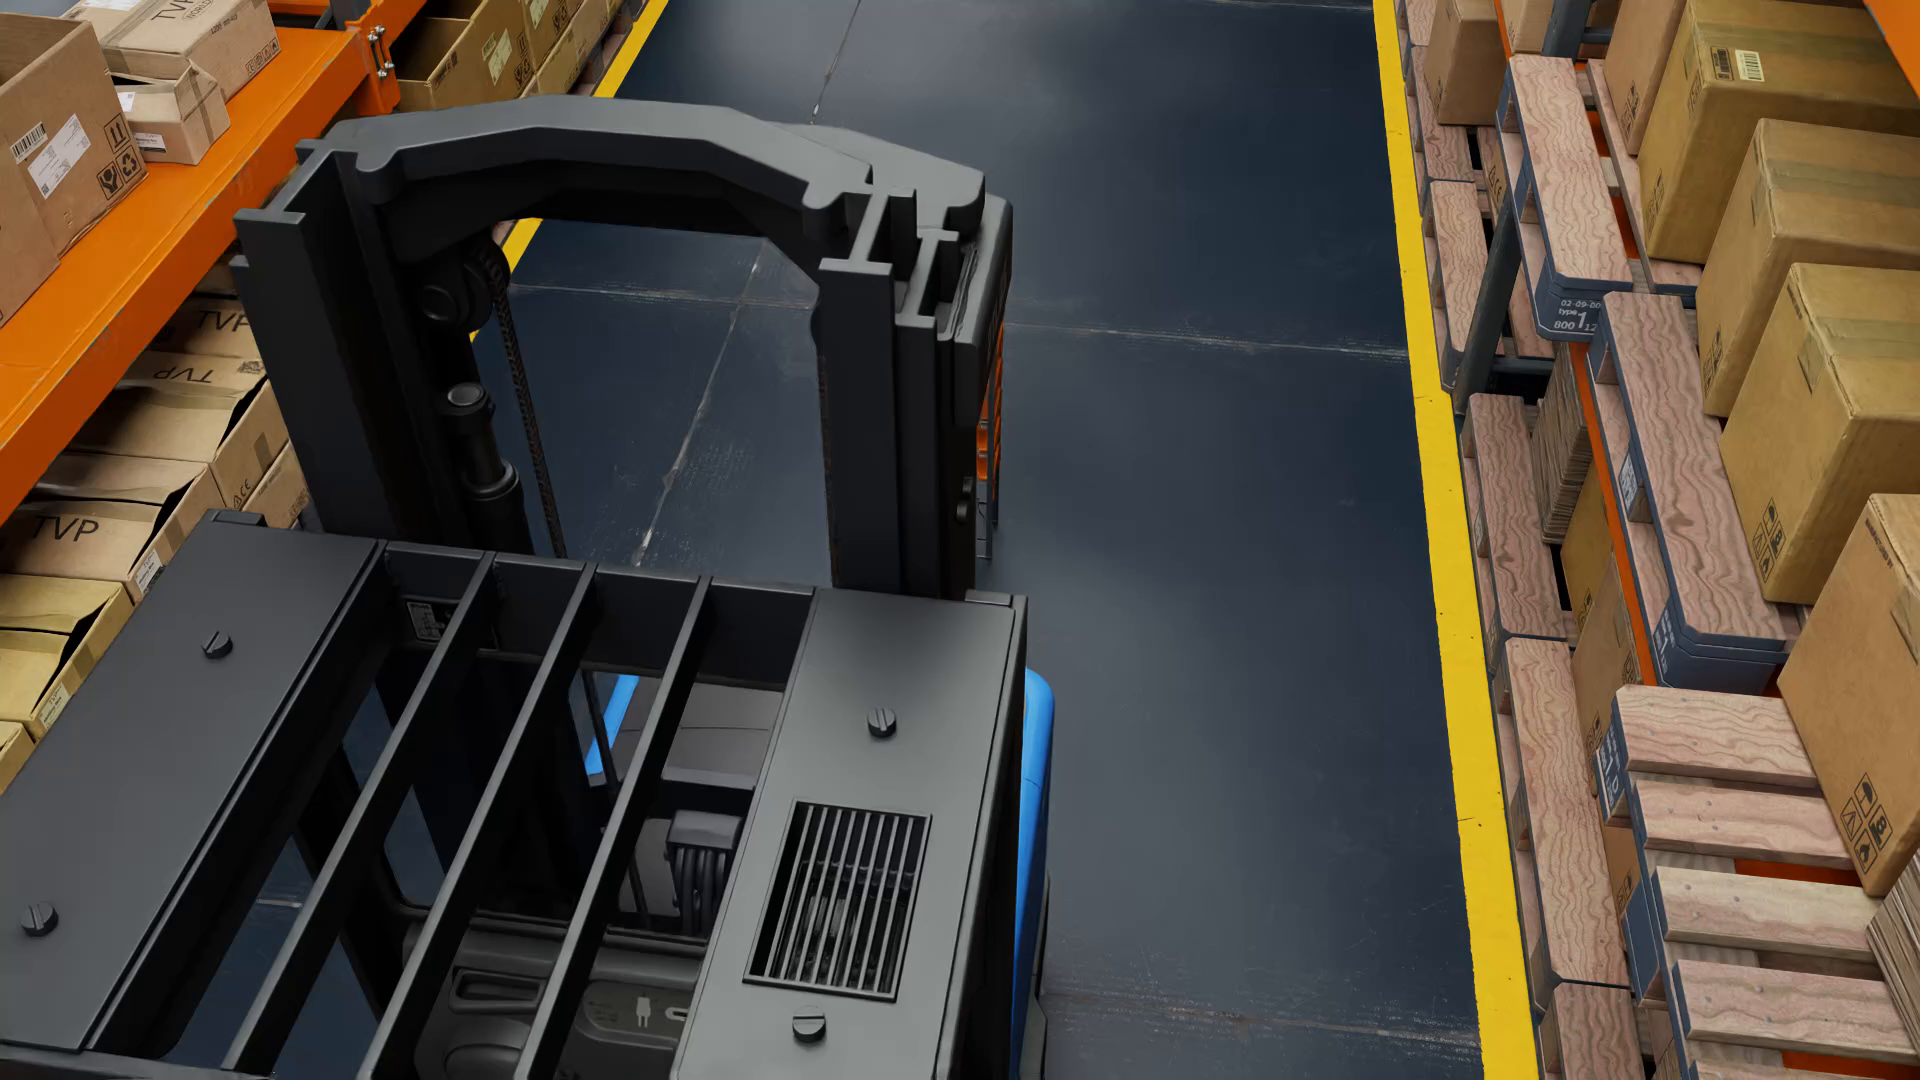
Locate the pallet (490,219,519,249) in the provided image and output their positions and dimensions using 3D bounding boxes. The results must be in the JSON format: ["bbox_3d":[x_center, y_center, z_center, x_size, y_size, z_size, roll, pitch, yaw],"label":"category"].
[{"bbox_3d":[-2.405,-1.523,7.204,1.003,0.211,1.213,5,44,6],"label":"pallet"}]

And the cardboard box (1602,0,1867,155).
[{"bbox_3d":[2.258,-1.402,4.656,0.700,0.500,0.500,5,44,6],"label":"cardboard box"}]

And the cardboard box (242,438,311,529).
[{"bbox_3d":[-2.455,-0.149,5.420,0.500,0.250,0.500,6,44,6],"label":"cardboard box"}]

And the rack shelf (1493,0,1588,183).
[{"bbox_3d":[2.623,-2.651,6.891,1.077,0.370,4.000,5,44,6],"label":"rack shelf"}]

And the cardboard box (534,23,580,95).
[{"bbox_3d":[-2.048,-2.120,7.502,0.500,0.250,0.500,5,44,6],"label":"cardboard box"}]

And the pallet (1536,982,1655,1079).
[{"bbox_3d":[1.935,1.657,3.847,1.003,0.211,1.213,5,44,6],"label":"pallet"}]

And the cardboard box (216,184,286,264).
[{"bbox_3d":[-2.321,-1.053,5.967,0.500,0.311,0.500,5,44,6],"label":"cardboard box"}]

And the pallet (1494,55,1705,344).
[{"bbox_3d":[2.114,-0.972,4.734,1.003,0.211,1.213,5,44,6],"label":"pallet"}]

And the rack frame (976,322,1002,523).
[{"bbox_3d":[0.014,-0.508,5.414,0.240,1.200,0.006,5,44,6],"label":"rack frame"}]

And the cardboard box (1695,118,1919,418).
[{"bbox_3d":[2.121,-0.570,3.777,0.700,0.500,0.500,11,45,11],"label":"cardboard box"}]

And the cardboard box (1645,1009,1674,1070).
[{"bbox_3d":[2.057,1.089,3.916,0.700,0.500,0.500,5,44,5],"label":"cardboard box"}]

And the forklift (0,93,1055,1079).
[{"bbox_3d":[-0.496,0.967,2.597,1.130,2.935,3.031,6,44,6],"label":"forklift"}]

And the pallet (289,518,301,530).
[{"bbox_3d":[-2.770,0.355,5.221,1.003,0.211,1.213,5,44,6],"label":"pallet"}]

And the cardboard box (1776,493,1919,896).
[{"bbox_3d":[1.929,0.276,2.884,0.700,0.500,0.500,1,43,2],"label":"cardboard box"}]

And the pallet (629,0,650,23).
[{"bbox_3d":[-2.083,-3.186,8.961,1.003,0.211,1.213,5,44,6],"label":"pallet"}]

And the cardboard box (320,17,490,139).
[{"bbox_3d":[-2.180,-1.711,6.524,0.500,0.500,0.500,5,44,6],"label":"cardboard box"}]

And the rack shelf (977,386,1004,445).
[{"bbox_3d":[0.002,-0.413,5.378,0.258,0.103,0.180,5,44,6],"label":"rack shelf"}]

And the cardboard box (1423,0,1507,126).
[{"bbox_3d":[2.485,-2.180,7.369,0.700,0.500,0.500,3,44,3],"label":"cardboard box"}]

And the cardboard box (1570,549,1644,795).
[{"bbox_3d":[2.152,0.403,4.641,0.700,0.500,0.500,6,44,6],"label":"cardboard box"}]

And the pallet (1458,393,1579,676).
[{"bbox_3d":[2.257,-0.006,5.603,1.003,0.211,1.213,5,44,6],"label":"pallet"}]

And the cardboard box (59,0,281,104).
[{"bbox_3d":[-2.574,-1.603,5.370,0.500,0.250,0.500,8,44,8],"label":"cardboard box"}]

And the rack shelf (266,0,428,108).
[{"bbox_3d":[-2.288,-3.099,7.364,1.077,0.370,4.000,5,44,6],"label":"rack shelf"}]

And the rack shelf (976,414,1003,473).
[{"bbox_3d":[0.002,-0.326,5.461,0.258,0.103,0.180,5,44,6],"label":"rack shelf"}]

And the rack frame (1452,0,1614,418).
[{"bbox_3d":[2.359,-1.549,5.205,1.000,3.000,0.127,5,44,6],"label":"rack frame"}]

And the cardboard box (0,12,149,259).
[{"bbox_3d":[-2.739,-1.152,4.713,0.500,0.500,0.500,8,44,9],"label":"cardboard box"}]

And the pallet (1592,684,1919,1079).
[{"bbox_3d":[1.819,0.751,2.915,1.213,0.211,1.003,5,44,6],"label":"pallet"}]

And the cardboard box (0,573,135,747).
[{"bbox_3d":[-2.590,0.335,4.501,0.500,0.311,0.500,4,44,4],"label":"cardboard box"}]

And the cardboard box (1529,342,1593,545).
[{"bbox_3d":[2.278,-0.298,5.381,0.700,0.500,0.500,7,44,7],"label":"cardboard box"}]

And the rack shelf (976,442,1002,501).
[{"bbox_3d":[0.002,-0.239,5.543,0.258,0.103,0.180,5,44,6],"label":"rack shelf"}]

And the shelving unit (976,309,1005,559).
[{"bbox_3d":[0.002,-0.446,5.348,0.258,1.200,0.189,5,44,6],"label":"shelving unit"}]

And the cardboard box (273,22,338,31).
[{"bbox_3d":[-2.630,-2.099,6.934,0.500,0.500,0.500,5,44,6],"label":"cardboard box"}]

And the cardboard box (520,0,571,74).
[{"bbox_3d":[-2.048,-2.392,7.244,0.500,0.500,0.500,5,44,6],"label":"cardboard box"}]

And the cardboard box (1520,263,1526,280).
[{"bbox_3d":[2.400,-1.048,6.415,0.380,0.166,0.250,0,43,0],"label":"cardboard box"}]

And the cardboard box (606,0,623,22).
[{"bbox_3d":[-1.920,-2.802,8.222,0.500,0.250,0.500,5,44,6],"label":"cardboard box"}]

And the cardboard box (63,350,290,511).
[{"bbox_3d":[-2.452,-0.358,5.233,0.500,0.311,0.500,5,44,5],"label":"cardboard box"}]
